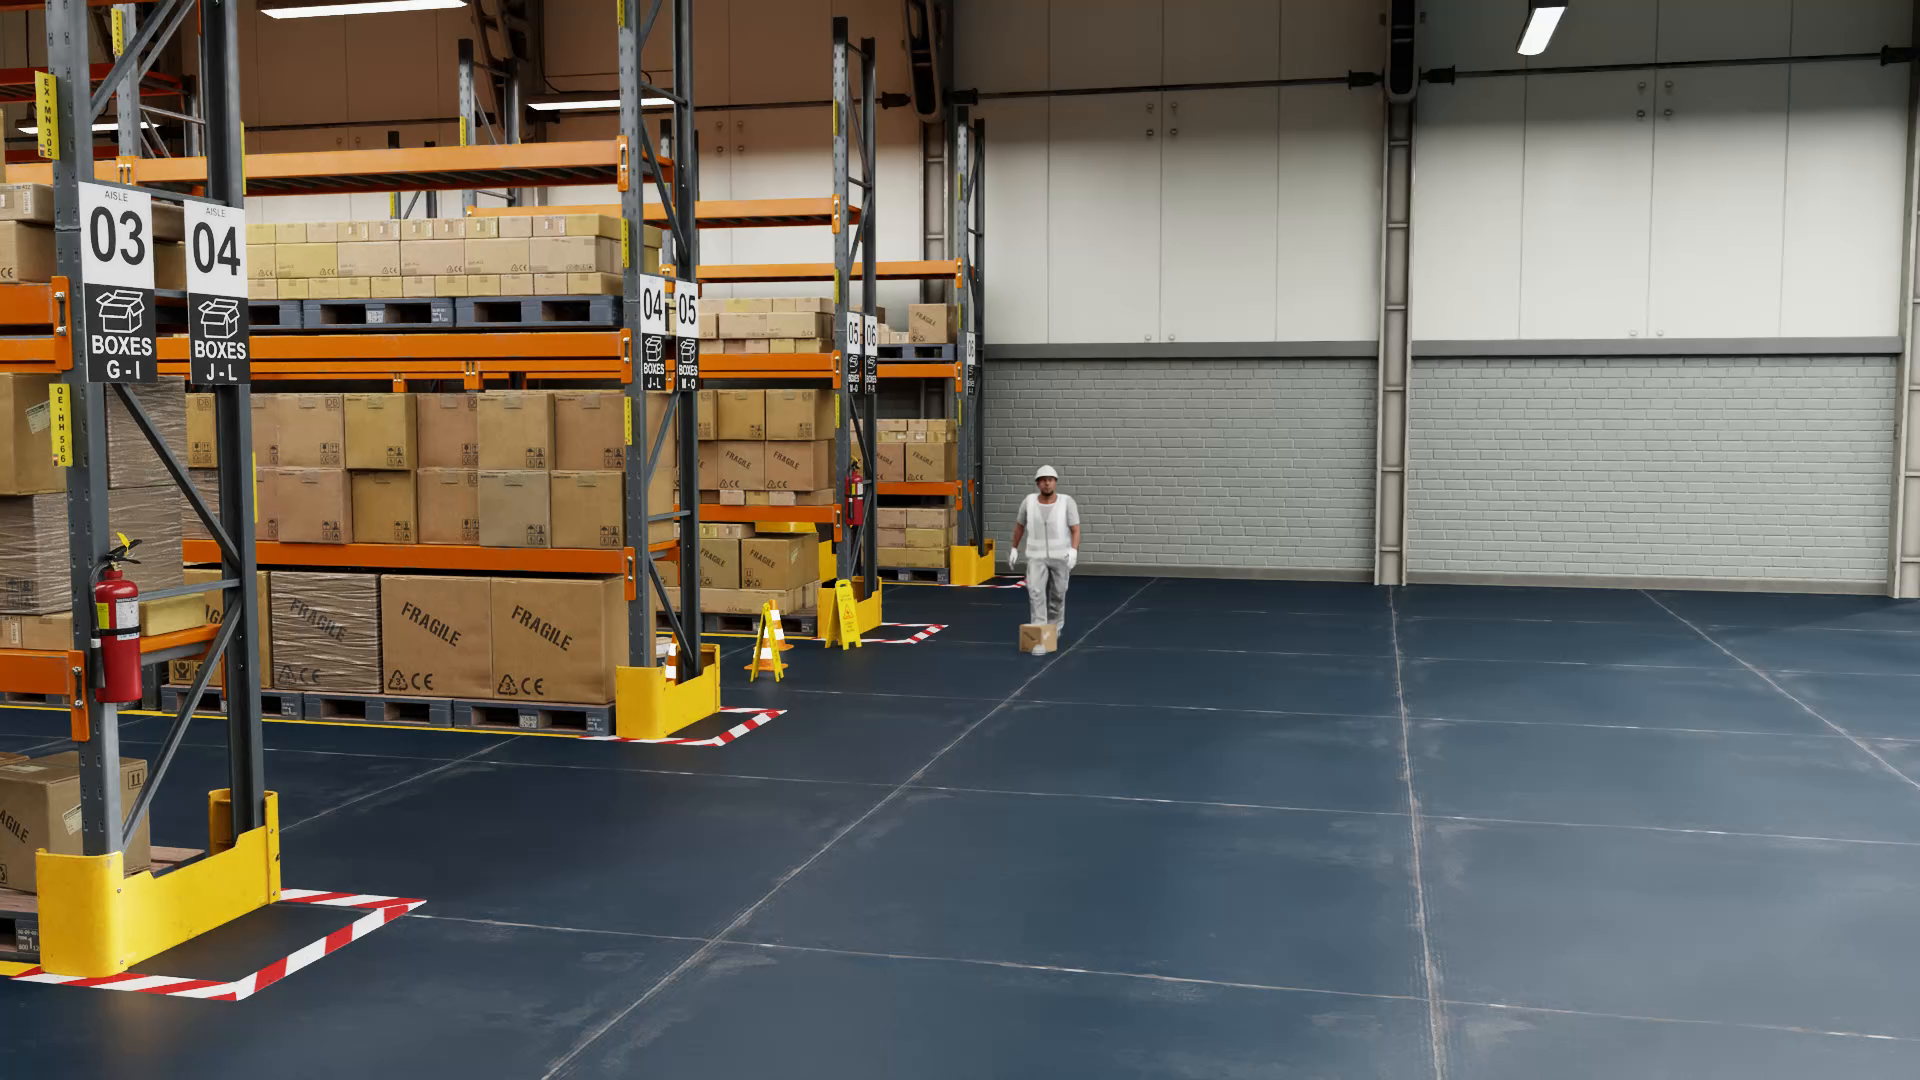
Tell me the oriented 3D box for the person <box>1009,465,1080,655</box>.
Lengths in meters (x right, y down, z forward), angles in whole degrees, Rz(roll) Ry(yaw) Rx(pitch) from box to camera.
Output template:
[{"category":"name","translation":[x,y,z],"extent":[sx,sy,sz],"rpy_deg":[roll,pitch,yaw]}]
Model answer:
[{"category":"person","translation":[0.794,0.159,15.725],"extent":[0.671,1.733,1.109],"rpy_deg":[0,5,4]}]
